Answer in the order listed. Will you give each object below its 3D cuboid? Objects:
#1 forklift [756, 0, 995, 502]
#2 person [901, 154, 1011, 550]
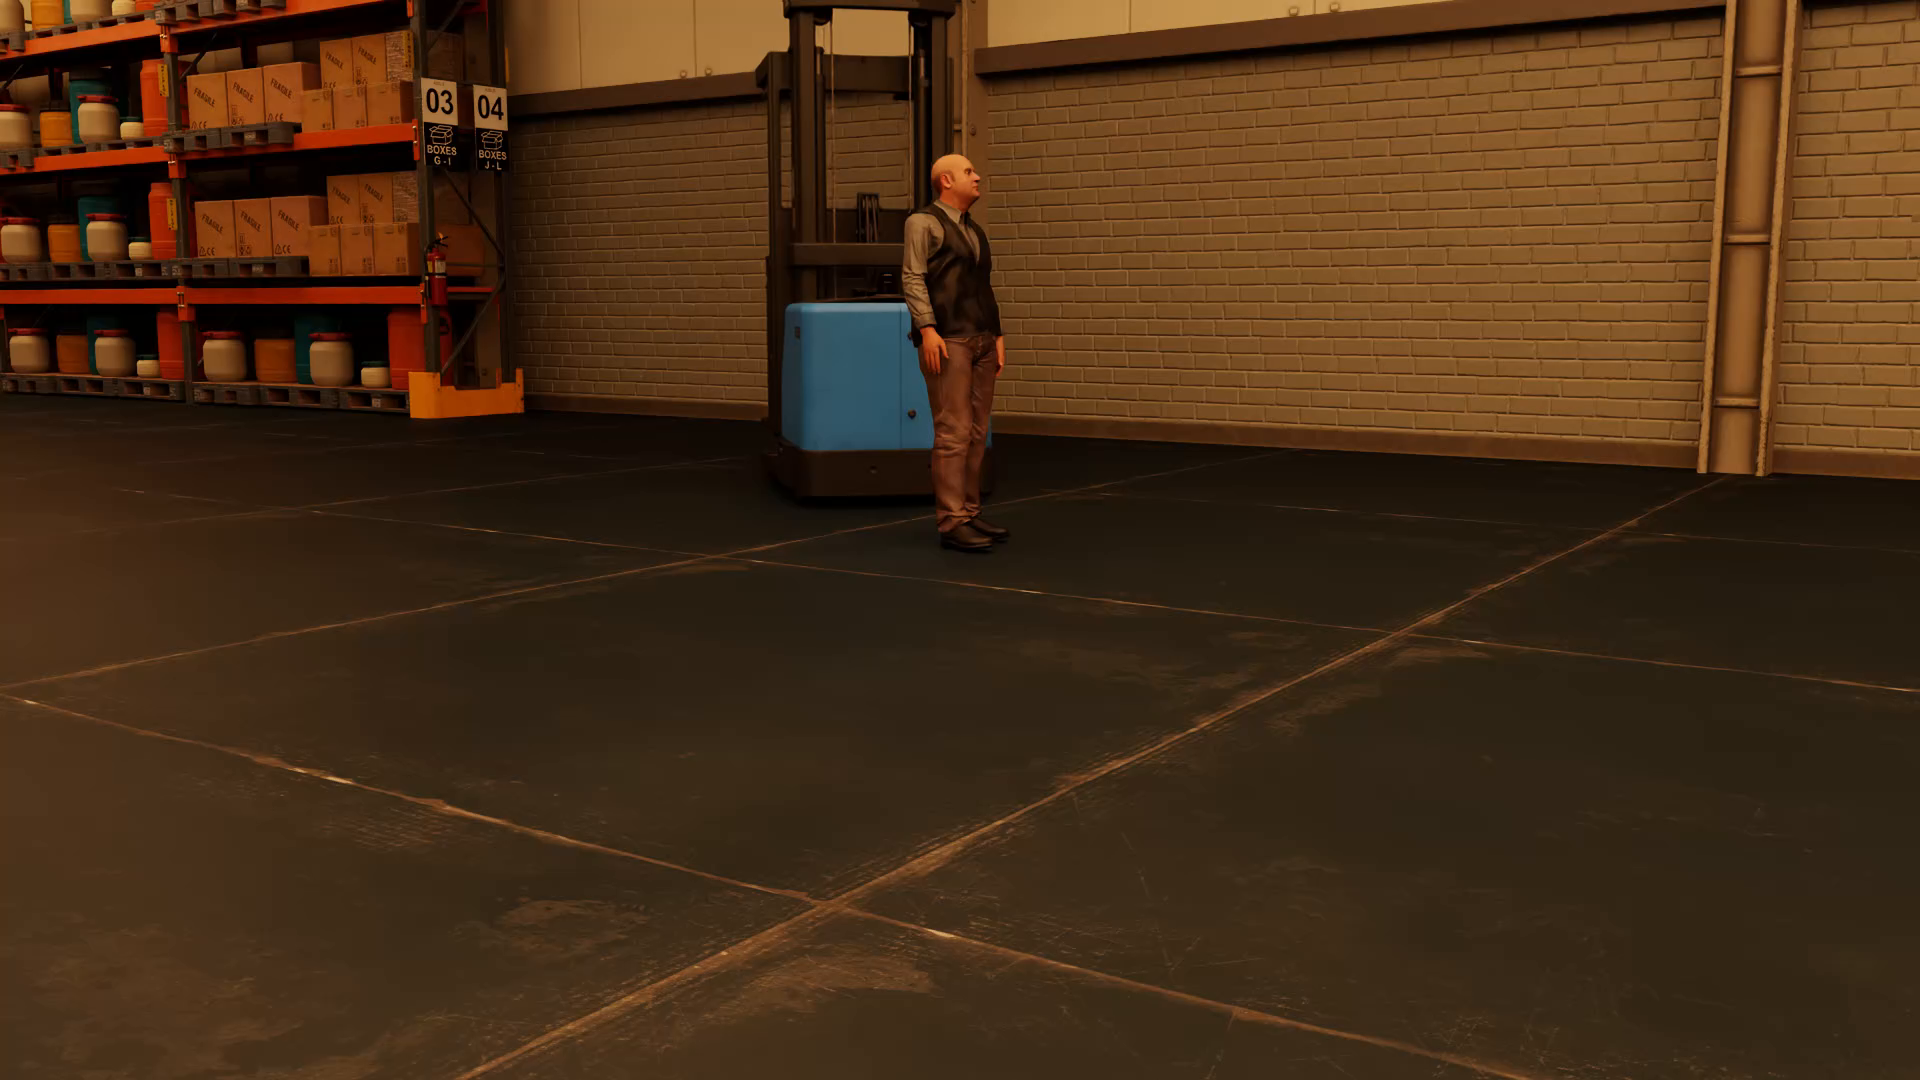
[{"bbox_3d":[-0.629,-1.825,10.026,1.130,2.935,3.031,-2,8,-12],"label":"forklift"},{"bbox_3d":[0.048,-0.853,7.441,0.566,1.722,0.633,5,10,34],"label":"person"}]
